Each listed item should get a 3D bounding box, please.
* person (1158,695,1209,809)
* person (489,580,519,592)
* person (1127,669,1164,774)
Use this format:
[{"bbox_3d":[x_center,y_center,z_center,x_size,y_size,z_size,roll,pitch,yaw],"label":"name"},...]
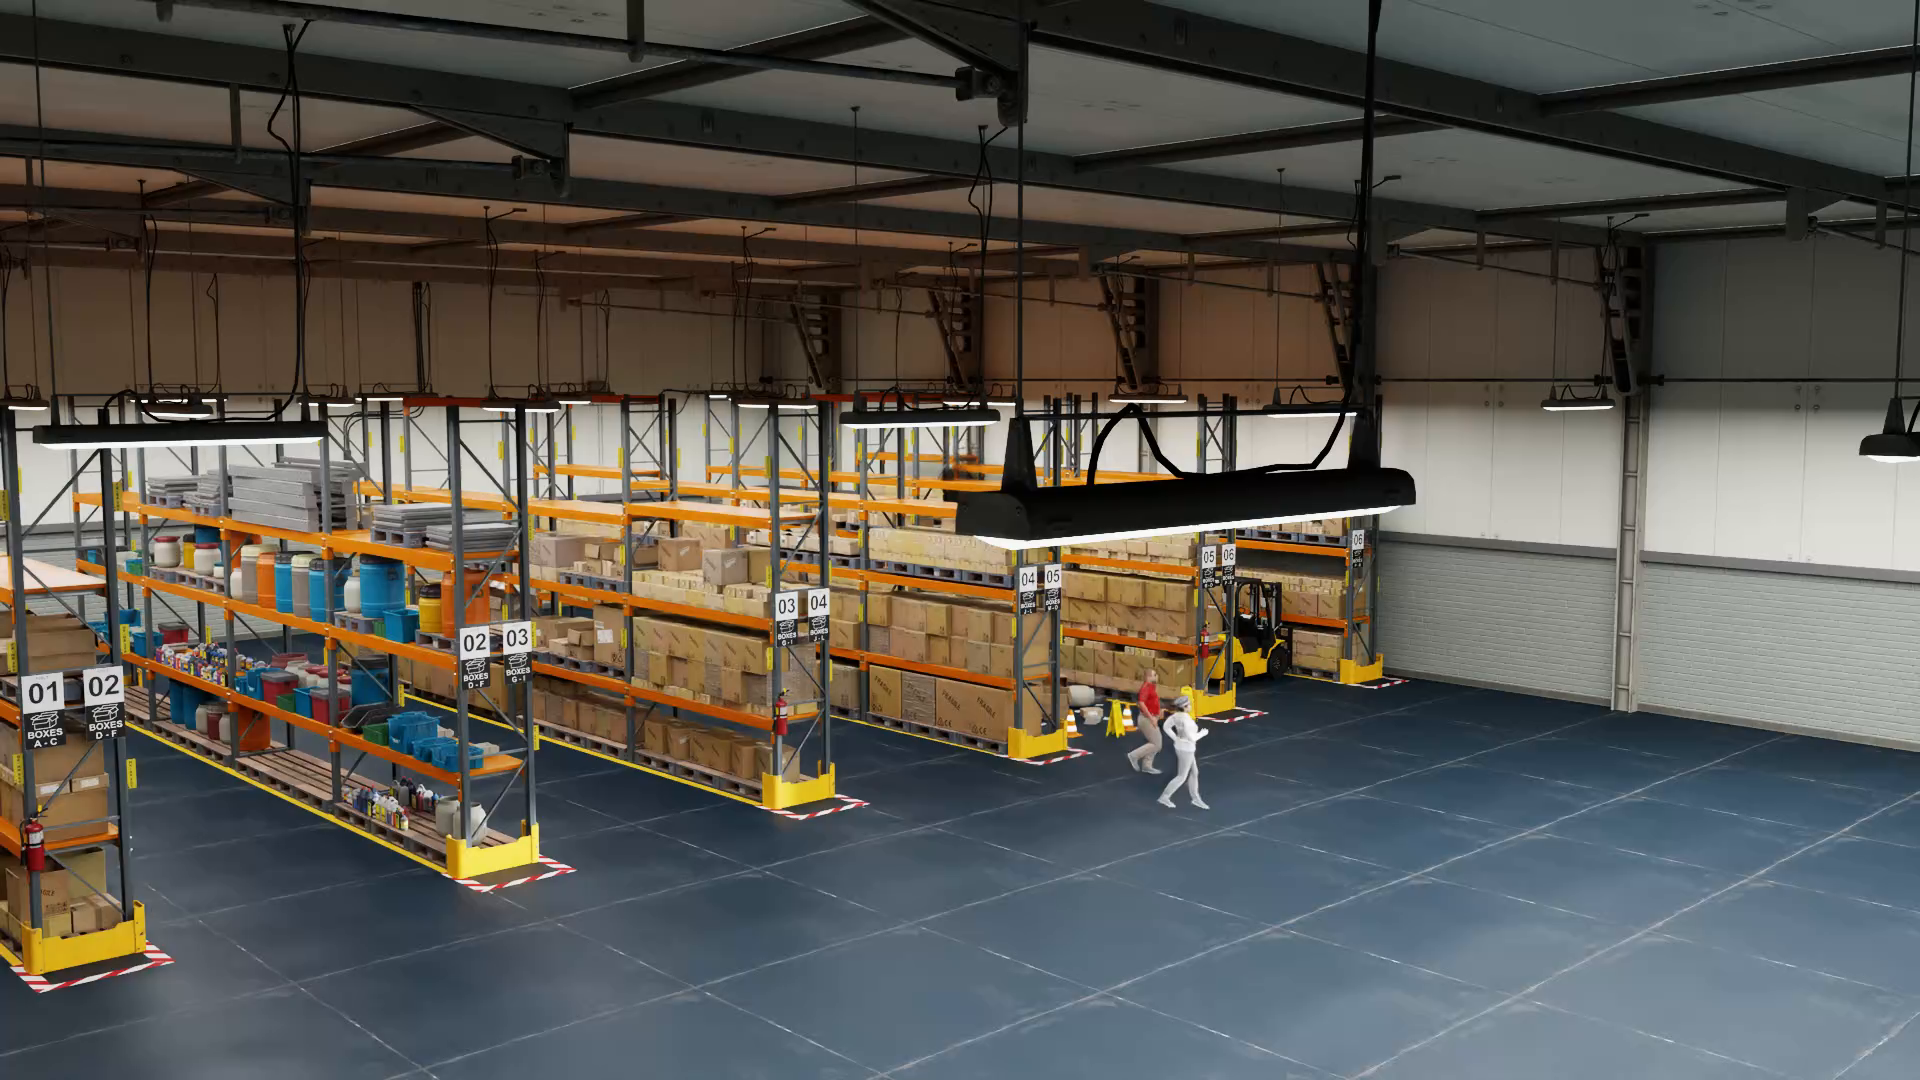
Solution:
[{"bbox_3d":[3.285,3.120,24.321,0.802,1.726,0.573,-1,6,-10],"label":"person"},{"bbox_3d":[-11.023,1.589,39.945,0.728,1.762,1.006,2,6,20],"label":"person"},{"bbox_3d":[2.993,2.914,26.745,0.598,1.702,0.682,0,6,5],"label":"person"}]
